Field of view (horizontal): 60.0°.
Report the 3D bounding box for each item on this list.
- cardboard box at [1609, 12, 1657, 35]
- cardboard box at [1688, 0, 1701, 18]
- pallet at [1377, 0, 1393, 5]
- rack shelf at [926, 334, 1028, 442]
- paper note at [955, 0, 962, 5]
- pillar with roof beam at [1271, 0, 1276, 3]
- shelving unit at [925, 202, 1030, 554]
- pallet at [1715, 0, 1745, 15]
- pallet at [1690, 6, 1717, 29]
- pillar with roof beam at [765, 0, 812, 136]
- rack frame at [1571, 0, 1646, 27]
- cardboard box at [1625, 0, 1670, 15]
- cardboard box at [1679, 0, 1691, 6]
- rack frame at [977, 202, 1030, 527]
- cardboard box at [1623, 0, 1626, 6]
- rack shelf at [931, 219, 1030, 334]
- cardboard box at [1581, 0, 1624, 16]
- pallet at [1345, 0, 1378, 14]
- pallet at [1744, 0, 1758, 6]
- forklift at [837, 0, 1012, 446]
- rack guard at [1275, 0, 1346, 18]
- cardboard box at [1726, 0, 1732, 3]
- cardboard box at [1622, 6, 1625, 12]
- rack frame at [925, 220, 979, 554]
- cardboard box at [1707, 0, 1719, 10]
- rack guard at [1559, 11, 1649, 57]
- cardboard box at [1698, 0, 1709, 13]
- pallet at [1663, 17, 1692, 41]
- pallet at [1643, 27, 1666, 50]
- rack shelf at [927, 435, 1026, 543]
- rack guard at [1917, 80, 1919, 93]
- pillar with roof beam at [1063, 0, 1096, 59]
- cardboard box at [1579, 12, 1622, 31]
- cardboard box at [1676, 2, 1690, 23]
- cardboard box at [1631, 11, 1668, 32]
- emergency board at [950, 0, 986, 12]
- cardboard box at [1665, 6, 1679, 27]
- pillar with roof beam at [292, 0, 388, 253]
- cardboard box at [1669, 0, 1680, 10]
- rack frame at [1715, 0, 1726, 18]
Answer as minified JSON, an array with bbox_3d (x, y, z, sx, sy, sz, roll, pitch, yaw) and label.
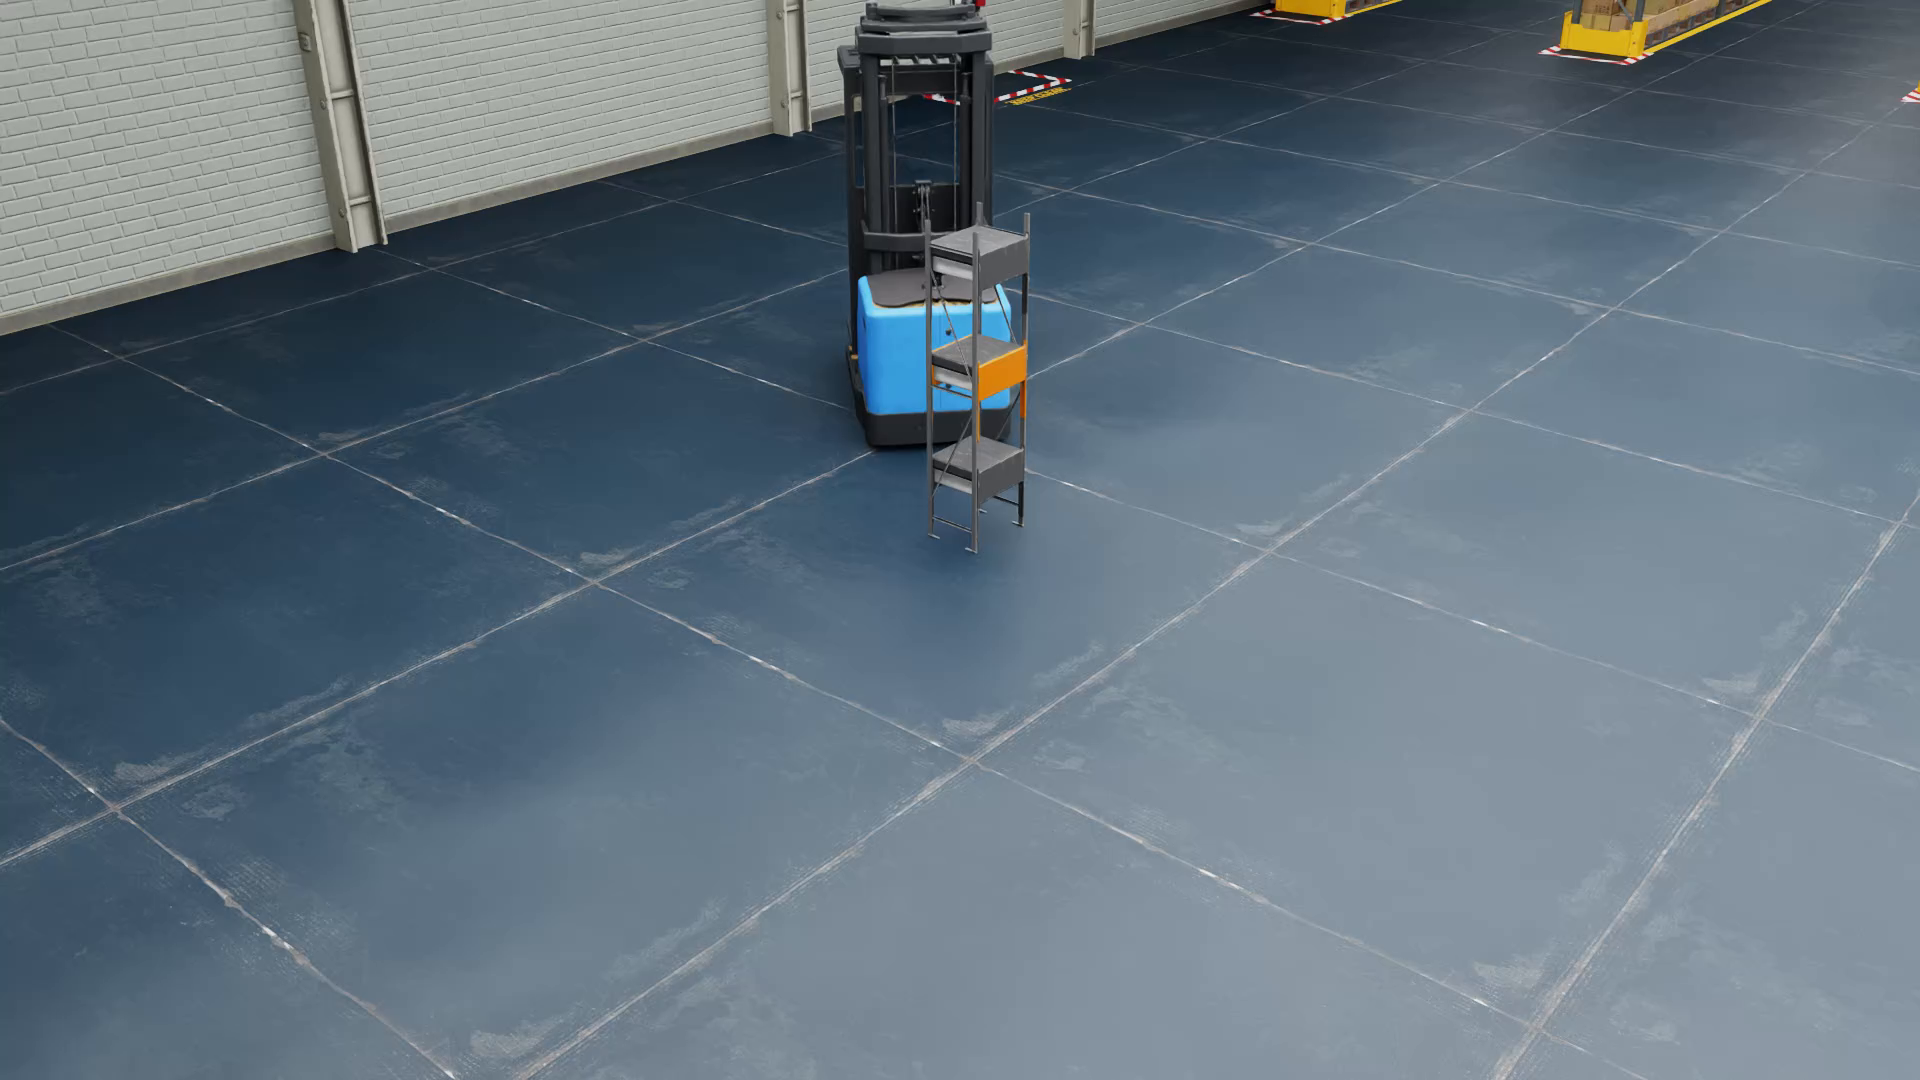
[{"bbox_3d":[10.126,-7.758,25.017,0.500,0.250,0.500,21,34,34],"label":"cardboard box"},{"bbox_3d":[11.398,-8.466,26.387,0.500,0.250,0.500,21,34,34],"label":"cardboard box"},{"bbox_3d":[7.157,-9.610,29.097,1.003,0.211,1.213,21,34,34],"label":"pallet"},{"bbox_3d":[0.105,-0.979,10.387,0.431,0.518,0.480,21,34,34],"label":"rack shelf"},{"bbox_3d":[-0.018,-7.188,22.340,0.016,0.148,0.142,21,34,34],"label":"paper note"},{"bbox_3d":[8.888,-12.021,24.193,9.100,9.000,0.400,21,34,34],"label":"pillar with roof beam"},{"bbox_3d":[0.105,-0.991,10.381,0.431,2.100,0.503,21,34,34],"label":"shelving unit"},{"bbox_3d":[12.596,-9.120,28.149,1.003,0.211,1.213,21,34,34],"label":"pallet"},{"bbox_3d":[11.619,-8.577,27.100,1.003,0.211,1.213,21,34,34],"label":"pallet"},{"bbox_3d":[1.255,-7.766,15.969,9.100,9.000,0.400,21,34,34],"label":"pillar with roof beam"},{"bbox_3d":[9.613,-8.667,24.239,1.000,3.000,0.127,21,34,34],"label":"rack frame"},{"bbox_3d":[10.442,-8.269,25.188,0.500,0.500,0.500,21,34,34],"label":"cardboard box"},{"bbox_3d":[11.082,-8.622,25.871,0.500,0.500,0.500,21,34,34],"label":"cardboard box"},{"bbox_3d":[0.261,-1.078,10.548,0.400,2.100,0.015,21,34,34],"label":"rack frame"},{"bbox_3d":[10.349,-8.601,25.832,0.500,0.500,0.500,21,34,34],"label":"cardboard box"},{"bbox_3d":[0.105,-1.601,10.066,0.431,0.518,0.480,21,34,34],"label":"rack shelf"},{"bbox_3d":[9.724,-8.243,25.138,0.500,0.500,0.500,21,34,34],"label":"cardboard box"},{"bbox_3d":[6.380,-9.180,28.265,1.003,0.211,1.213,21,34,34],"label":"pallet"},{"bbox_3d":[13.371,-9.554,28.988,1.003,0.211,1.213,21,34,34],"label":"pallet"},{"bbox_3d":[-0.330,-2.628,12.641,1.130,2.935,3.031,-3,28,-7],"label":"forklift"},{"bbox_3d":[5.836,-9.030,27.662,1.175,0.500,0.348,21,34,34],"label":"rack guard"},{"bbox_3d":[12.605,-9.121,27.653,0.500,0.250,0.500,20,33,33],"label":"cardboard box"},{"bbox_3d":[10.035,-8.090,25.659,0.500,0.250,0.500,21,34,34],"label":"cardboard box"},{"bbox_3d":[-0.050,-0.905,10.214,0.400,2.100,0.015,21,34,34],"label":"rack frame"},{"bbox_3d":[12.031,-8.822,27.075,0.500,0.250,0.500,21,34,34],"label":"cardboard box"},{"bbox_3d":[9.598,-7.548,24.797,1.175,0.500,0.348,21,34,34],"label":"rack guard"},{"bbox_3d":[11.705,-8.648,26.738,0.500,0.250,0.500,21,34,34],"label":"cardboard box"},{"bbox_3d":[10.843,-8.143,26.260,1.003,0.211,1.213,21,34,34],"label":"pallet"},{"bbox_3d":[10.067,-7.712,25.428,1.003,0.211,1.213,21,34,34],"label":"pallet"},{"bbox_3d":[0.105,-0.357,10.709,0.431,0.518,0.480,21,34,34],"label":"rack shelf"},{"bbox_3d":[13.445,-6.149,22.092,1.175,0.500,0.348,21,34,34],"label":"rack guard"},{"bbox_3d":[5.071,-9.894,20.081,9.100,9.000,0.400,21,34,34],"label":"pillar with roof beam"},{"bbox_3d":[9.726,-7.909,25.309,0.500,0.250,0.500,21,34,34],"label":"cardboard box"},{"bbox_3d":[11.081,-8.289,26.044,0.500,0.250,0.500,21,34,34],"label":"cardboard box"},{"bbox_3d":[10.441,-7.936,25.361,0.500,0.250,0.500,21,34,34],"label":"cardboard box"},{"bbox_3d":[0.148,-7.622,22.220,0.194,1.169,0.643,21,34,34],"label":"emergency board"},{"bbox_3d":[10.759,-8.113,25.704,0.500,0.250,0.500,21,34,34],"label":"cardboard box"},{"bbox_3d":[-2.562,-5.639,11.857,9.100,9.000,0.400,21,34,34],"label":"pillar with roof beam"},{"bbox_3d":[10.750,-8.450,25.538,0.500,0.500,0.500,21,34,34],"label":"cardboard box"},{"bbox_3d":[12.157,-10.085,26.981,1.000,3.000,0.127,21,34,34],"label":"rack frame"}]
